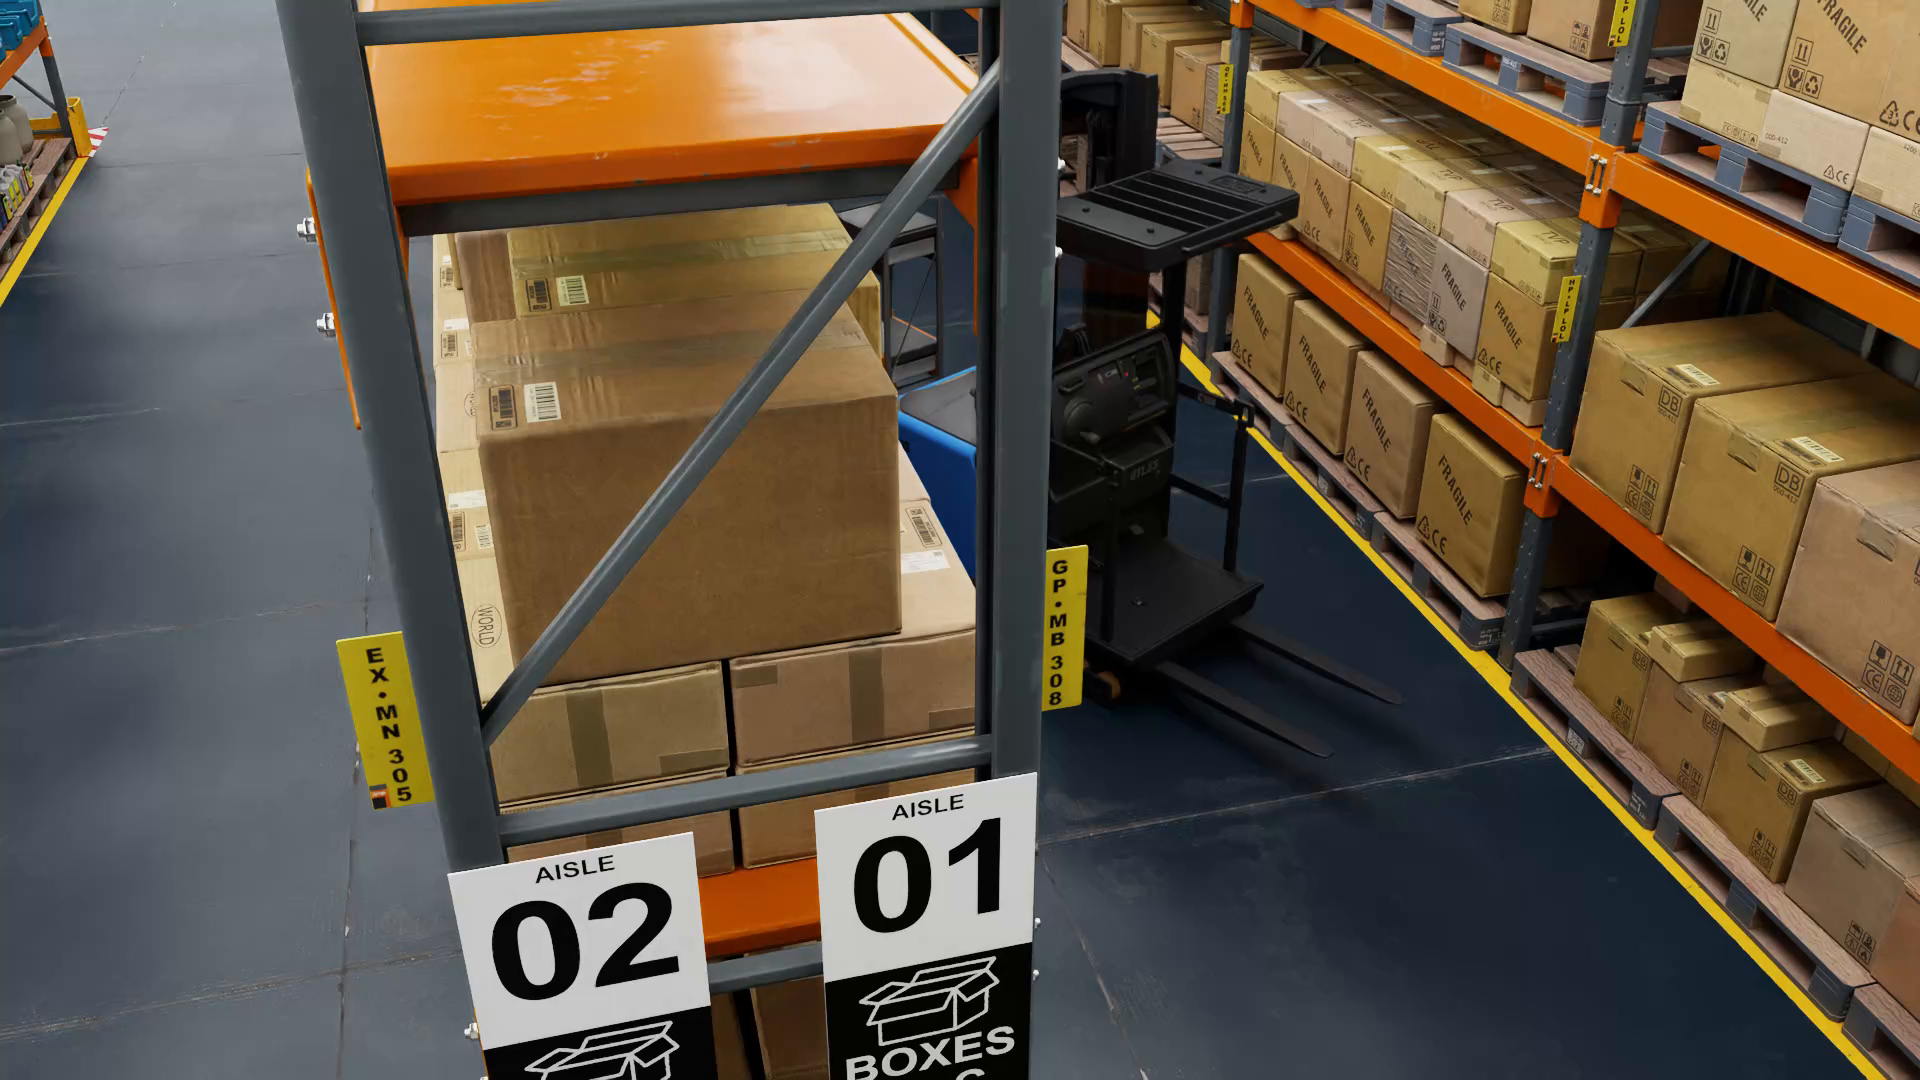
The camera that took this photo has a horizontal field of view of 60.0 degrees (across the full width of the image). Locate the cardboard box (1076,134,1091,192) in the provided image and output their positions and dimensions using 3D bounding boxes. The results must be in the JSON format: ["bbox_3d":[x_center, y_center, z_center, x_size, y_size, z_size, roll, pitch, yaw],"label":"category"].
[{"bbox_3d":[1.444,-3.307,14.756,0.700,0.500,0.500,-7,31,-12],"label":"cardboard box"}]

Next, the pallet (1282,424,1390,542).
[{"bbox_3d":[2.751,-0.434,10.520,1.003,0.211,1.213,-8,31,-13],"label":"pallet"}]

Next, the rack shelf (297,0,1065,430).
[{"bbox_3d":[-0.888,-1.345,4.043,1.077,0.370,4.000,-8,31,-13],"label":"rack shelf"}]

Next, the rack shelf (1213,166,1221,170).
[{"bbox_3d":[1.764,-3.274,13.361,1.077,0.370,4.000,-8,31,-13],"label":"rack shelf"}]

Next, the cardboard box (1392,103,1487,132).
[{"bbox_3d":[2.932,-2.441,10.039,0.500,0.250,0.500,-9,31,-15],"label":"cardboard box"}]

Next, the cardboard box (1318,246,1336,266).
[{"bbox_3d":[2.469,-1.838,10.393,0.380,0.149,0.250,-7,31,-12],"label":"cardboard box"}]

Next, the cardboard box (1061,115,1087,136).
[{"bbox_3d":[0.919,-4.156,16.223,0.500,0.500,0.500,-10,32,-17],"label":"cardboard box"}]

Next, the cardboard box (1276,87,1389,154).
[{"bbox_3d":[2.310,-2.612,10.334,0.500,0.250,0.500,-8,31,-14],"label":"cardboard box"}]

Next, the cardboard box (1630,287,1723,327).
[{"bbox_3d":[3.477,-1.124,8.512,0.500,0.500,0.500,-9,31,-15],"label":"cardboard box"}]

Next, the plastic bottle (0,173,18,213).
[{"bbox_3d":[-8.296,-3.020,14.409,0.144,0.351,0.185,-8,31,-14],"label":"plastic bottle"}]

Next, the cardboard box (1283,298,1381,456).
[{"bbox_3d":[2.590,-1.074,10.570,0.750,0.750,0.750,-8,31,-14],"label":"cardboard box"}]

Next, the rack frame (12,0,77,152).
[{"bbox_3d":[-9.381,-5.166,15.912,1.000,3.000,0.127,-8,31,-13],"label":"rack frame"}]

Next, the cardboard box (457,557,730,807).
[{"bbox_3d":[-0.739,0.241,3.227,0.500,0.250,0.500,-8,31,-13],"label":"cardboard box"}]

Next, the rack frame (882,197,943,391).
[{"bbox_3d":[-0.256,-0.881,9.407,0.400,2.100,0.015,-21,36,-32],"label":"rack frame"}]

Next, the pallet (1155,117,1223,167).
[{"bbox_3d":[2.003,-2.866,12.131,1.213,0.211,1.003,-8,31,-13],"label":"pallet"}]

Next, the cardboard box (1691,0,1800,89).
[{"bbox_3d":[3.275,-2.089,6.483,0.500,0.500,0.500,-8,31,-14],"label":"cardboard box"}]

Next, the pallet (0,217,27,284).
[{"bbox_3d":[-8.457,-2.357,13.843,1.003,0.211,1.213,-8,31,-13],"label":"pallet"}]

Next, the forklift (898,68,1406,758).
[{"bbox_3d":[0.911,-0.720,8.299,1.130,2.935,3.031,-26,39,-37],"label":"forklift"}]

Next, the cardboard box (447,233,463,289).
[{"bbox_3d":[-1.118,-1.071,4.744,0.700,0.500,0.500,-8,31,-13],"label":"cardboard box"}]

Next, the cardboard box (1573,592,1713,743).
[{"bbox_3d":[3.456,0.587,8.048,0.700,0.500,0.500,-7,31,-13],"label":"cardboard box"}]

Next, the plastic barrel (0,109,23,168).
[{"bbox_3d":[-8.999,-3.721,15.480,0.421,0.512,0.421,0,30,0],"label":"plastic barrel"}]

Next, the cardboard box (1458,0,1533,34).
[{"bbox_3d":[3.018,-2.919,8.497,0.700,0.500,0.500,-8,31,-14],"label":"cardboard box"}]

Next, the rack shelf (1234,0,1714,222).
[{"bbox_3d":[2.825,-2.640,9.272,1.077,0.370,4.000,-8,31,-13],"label":"rack shelf"}]

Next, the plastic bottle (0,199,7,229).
[{"bbox_3d":[-8.183,-2.814,14.054,0.144,0.351,0.185,-9,31,-15],"label":"plastic bottle"}]

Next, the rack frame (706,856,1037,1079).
[{"bbox_3d":[-0.357,1.905,3.696,1.000,3.000,0.127,-8,31,-13],"label":"rack frame"}]

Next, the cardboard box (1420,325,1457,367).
[{"bbox_3d":[2.752,-1.083,9.088,0.380,0.149,0.250,-8,31,-13],"label":"cardboard box"}]

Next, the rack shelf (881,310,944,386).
[{"bbox_3d":[-0.407,-0.965,9.580,0.431,0.518,0.480,-21,36,-32],"label":"rack shelf"}]

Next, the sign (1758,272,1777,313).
[{"bbox_3d":[3.891,-1.171,8.067,0.100,0.325,0.005,-8,31,-13],"label":"sign"}]

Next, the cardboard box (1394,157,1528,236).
[{"bbox_3d":[2.724,-1.879,9.068,0.500,0.250,0.500,-7,31,-12],"label":"cardboard box"}]

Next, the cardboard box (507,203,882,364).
[{"bbox_3d":[-0.560,-0.368,3.530,0.700,0.500,0.500,-8,31,-13],"label":"cardboard box"}]

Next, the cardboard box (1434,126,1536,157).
[{"bbox_3d":[3.068,-2.195,9.615,0.500,0.250,0.500,-9,31,-14],"label":"cardboard box"}]

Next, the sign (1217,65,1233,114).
[{"bbox_3d":[1.774,-3.010,11.110,0.100,0.325,0.005,-8,31,-13],"label":"sign"}]

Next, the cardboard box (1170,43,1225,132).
[{"bbox_3d":[1.986,-3.345,12.227,0.700,0.500,0.500,-11,32,-18],"label":"cardboard box"}]

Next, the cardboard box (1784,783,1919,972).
[{"bbox_3d":[3.869,1.335,6.756,0.700,0.500,0.500,-9,31,-15],"label":"cardboard box"}]

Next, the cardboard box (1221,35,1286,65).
[{"bbox_3d":[2.074,-3.450,11.761,0.380,0.149,0.250,-13,33,-22],"label":"cardboard box"}]

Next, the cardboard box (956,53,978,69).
[{"bbox_3d":[0.268,-5.164,18.153,0.500,0.311,0.500,-11,32,-19],"label":"cardboard box"}]

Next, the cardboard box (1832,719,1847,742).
[{"bbox_3d":[3.887,0.714,7.182,0.380,0.149,0.250,-8,31,-13],"label":"cardboard box"}]

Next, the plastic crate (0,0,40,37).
[{"bbox_3d":[-8.959,-4.900,15.600,0.499,0.251,0.616,-8,31,-13],"label":"plastic crate"}]

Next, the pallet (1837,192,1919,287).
[{"bbox_3d":[3.884,-0.963,5.744,1.003,0.211,1.213,-8,31,-13],"label":"pallet"}]

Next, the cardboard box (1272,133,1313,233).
[{"bbox_3d":[2.307,-2.277,10.505,0.500,0.500,0.500,-7,31,-12],"label":"cardboard box"}]

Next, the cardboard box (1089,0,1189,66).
[{"bbox_3d":[1.476,-4.264,13.814,0.700,0.500,0.500,-5,30,-8],"label":"cardboard box"}]

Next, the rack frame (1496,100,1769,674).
[{"bbox_3d":[3.356,-0.688,8.175,1.000,3.000,0.127,-8,31,-13],"label":"rack frame"}]

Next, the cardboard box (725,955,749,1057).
[{"bbox_3d":[-0.367,0.928,4.286,0.500,0.500,0.500,-8,31,-13],"label":"cardboard box"}]

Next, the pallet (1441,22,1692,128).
[{"bbox_3d":[3.065,-2.339,8.225,0.805,0.209,1.217,-9,31,-15],"label":"pallet"}]

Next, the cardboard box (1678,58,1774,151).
[{"bbox_3d":[3.285,-1.777,6.693,0.500,0.250,0.500,-8,31,-13],"label":"cardboard box"}]

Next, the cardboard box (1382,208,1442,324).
[{"bbox_3d":[2.721,-1.547,9.242,0.500,0.500,0.500,-8,31,-13],"label":"cardboard box"}]

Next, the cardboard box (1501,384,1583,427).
[{"bbox_3d":[2.994,-0.713,8.450,0.380,0.149,0.250,-8,31,-13],"label":"cardboard box"}]

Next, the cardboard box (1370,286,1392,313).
[{"bbox_3d":[2.639,-1.462,9.744,0.380,0.149,0.250,-7,31,-12],"label":"cardboard box"}]

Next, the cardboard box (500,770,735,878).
[{"bbox_3d":[-0.748,0.458,3.350,0.500,0.250,0.500,-8,31,-13],"label":"cardboard box"}]

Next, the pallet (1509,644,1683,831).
[{"bbox_3d":[3.483,0.897,8.221,1.003,0.211,1.213,-8,31,-13],"label":"pallet"}]

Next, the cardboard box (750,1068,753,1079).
[{"bbox_3d":[-0.221,1.612,4.102,0.500,0.500,0.500,-7,31,-12],"label":"cardboard box"}]

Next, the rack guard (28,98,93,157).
[{"bbox_3d":[-9.315,-4.054,16.486,1.175,0.500,0.348,-8,31,-13],"label":"rack guard"}]

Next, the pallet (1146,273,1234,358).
[{"bbox_3d":[2.089,-1.790,12.863,1.003,0.211,1.213,-8,31,-13],"label":"pallet"}]

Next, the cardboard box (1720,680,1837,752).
[{"bbox_3d":[3.510,0.748,7.122,0.380,0.149,0.250,-9,31,-15],"label":"cardboard box"}]

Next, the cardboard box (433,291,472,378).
[{"bbox_3d":[-1.140,-0.483,4.478,0.500,0.250,0.500,-8,31,-13],"label":"cardboard box"}]

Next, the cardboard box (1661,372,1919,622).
[{"bbox_3d":[3.673,-0.200,7.033,0.980,0.700,0.700,-9,31,-15],"label":"cardboard box"}]

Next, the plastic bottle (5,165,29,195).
[{"bbox_3d":[-8.430,-3.224,14.836,0.152,0.276,0.135,-8,31,-13],"label":"plastic bottle"}]

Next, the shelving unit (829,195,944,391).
[{"bbox_3d":[-0.407,-0.977,9.573,0.431,2.100,0.503,-21,36,-32],"label":"shelving unit"}]
